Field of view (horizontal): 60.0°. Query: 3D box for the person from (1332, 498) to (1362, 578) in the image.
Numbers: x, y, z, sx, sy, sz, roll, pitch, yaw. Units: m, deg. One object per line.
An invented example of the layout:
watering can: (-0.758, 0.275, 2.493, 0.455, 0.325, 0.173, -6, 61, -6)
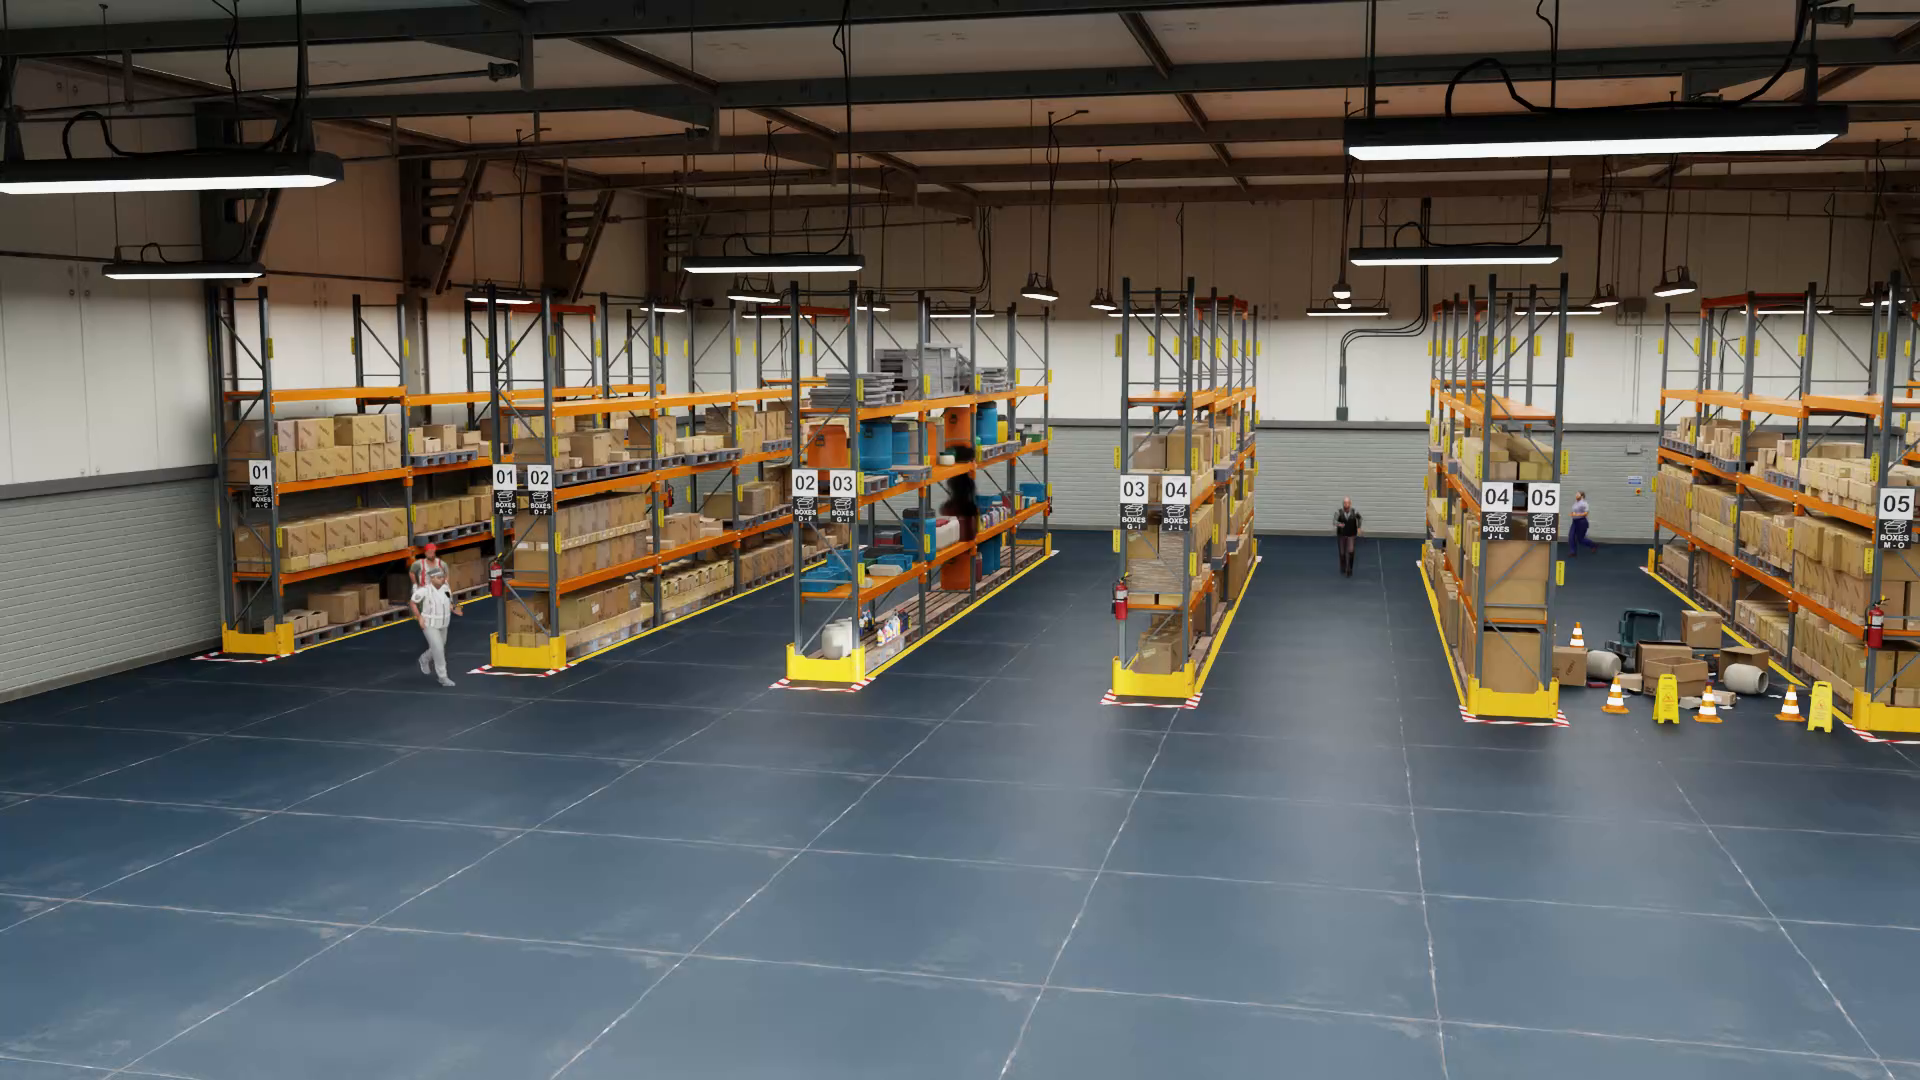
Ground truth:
person: (8.506, -0.043, 36.569, 0.635, 1.771, 0.832, 2, 7, 14)

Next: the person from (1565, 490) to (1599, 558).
person: (14.896, -0.378, 39.867, 0.772, 1.607, 0.612, -1, 7, -6)

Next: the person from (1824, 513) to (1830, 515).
person: (17.972, 0.218, 34.315, 0.701, 1.713, 0.772, -1, 7, -11)

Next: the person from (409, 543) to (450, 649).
person: (-8.822, 0.927, 27.725, 0.612, 1.787, 0.970, -4, 8, -29)

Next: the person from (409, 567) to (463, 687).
person: (-7.907, 1.277, 24.956, 0.927, 1.776, 0.646, 5, 8, 34)
